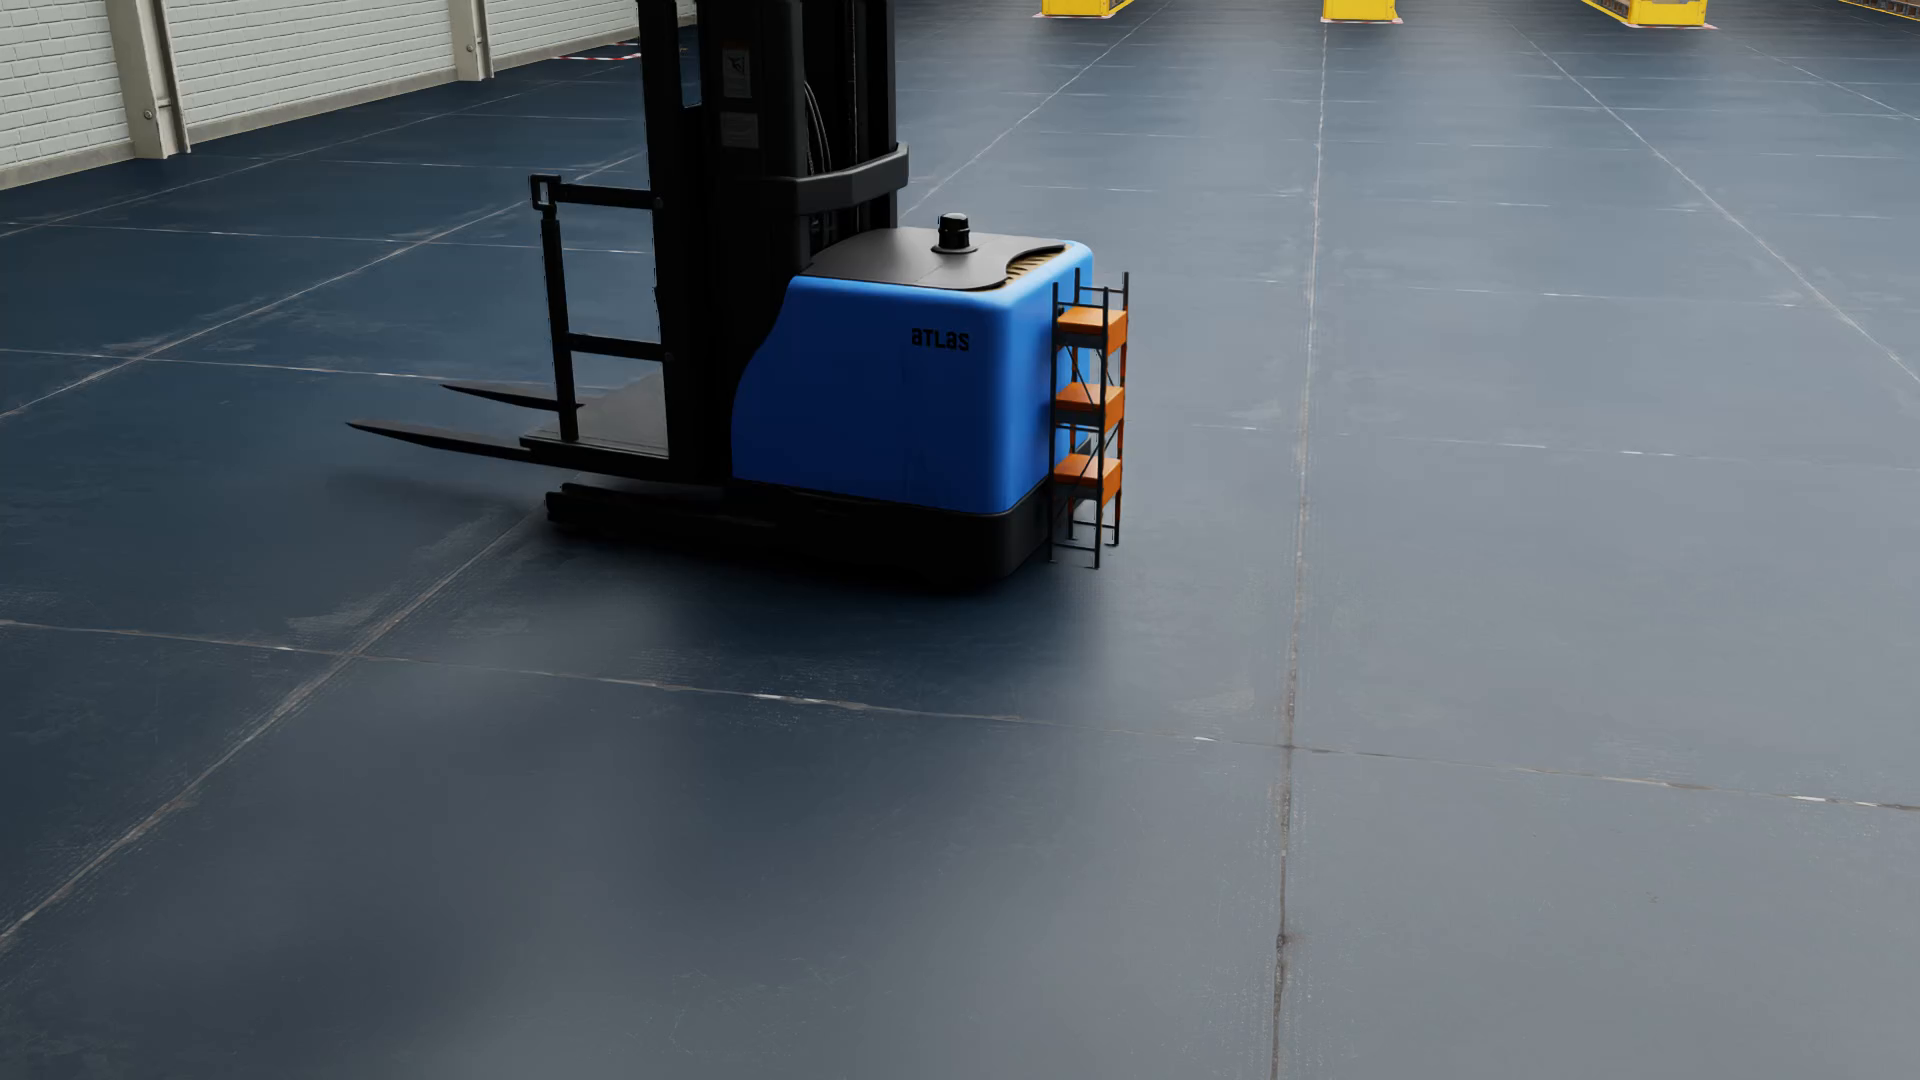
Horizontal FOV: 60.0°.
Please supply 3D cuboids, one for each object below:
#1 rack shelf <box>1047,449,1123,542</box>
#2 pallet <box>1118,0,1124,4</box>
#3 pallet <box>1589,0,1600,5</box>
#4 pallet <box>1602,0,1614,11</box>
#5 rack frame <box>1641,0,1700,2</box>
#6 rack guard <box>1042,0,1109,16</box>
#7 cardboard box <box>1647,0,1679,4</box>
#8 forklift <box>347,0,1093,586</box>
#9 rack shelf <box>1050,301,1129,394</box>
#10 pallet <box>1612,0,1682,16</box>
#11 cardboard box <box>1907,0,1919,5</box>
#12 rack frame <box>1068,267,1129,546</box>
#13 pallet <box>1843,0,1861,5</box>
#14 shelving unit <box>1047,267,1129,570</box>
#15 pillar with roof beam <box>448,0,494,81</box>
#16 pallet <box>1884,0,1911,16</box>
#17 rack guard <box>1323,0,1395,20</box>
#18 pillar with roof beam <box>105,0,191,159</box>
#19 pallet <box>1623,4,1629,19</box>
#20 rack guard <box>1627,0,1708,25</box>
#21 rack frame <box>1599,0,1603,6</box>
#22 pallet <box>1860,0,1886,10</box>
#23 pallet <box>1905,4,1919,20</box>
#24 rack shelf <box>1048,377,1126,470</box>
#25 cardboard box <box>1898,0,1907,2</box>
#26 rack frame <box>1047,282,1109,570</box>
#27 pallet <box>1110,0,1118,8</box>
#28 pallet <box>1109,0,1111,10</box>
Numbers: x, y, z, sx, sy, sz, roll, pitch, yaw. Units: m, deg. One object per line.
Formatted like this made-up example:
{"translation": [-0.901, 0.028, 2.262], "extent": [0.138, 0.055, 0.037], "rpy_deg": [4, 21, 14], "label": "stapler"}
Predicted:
{"translation": [0.462, -0.167, 6.136], "extent": [0.215, 0.259, 0.240], "rpy_deg": [9, 23, 20], "label": "rack shelf"}
{"translation": [2.668, -10.621, 32.444], "extent": [1.003, 0.211, 1.213], "rpy_deg": [4, 22, 11], "label": "pallet"}
{"translation": [12.726, -10.437, 31.987], "extent": [1.003, 0.211, 1.213], "rpy_deg": [4, 22, 11], "label": "pallet"}
{"translation": [12.466, -9.904, 30.663], "extent": [1.003, 0.211, 1.213], "rpy_deg": [4, 22, 11], "label": "pallet"}
{"translation": [11.752, -9.983, 27.126], "extent": [1.000, 3.000, 0.127], "rpy_deg": [4, 22, 11], "label": "rack frame"}
{"translation": [2.050, -9.571, 29.450], "extent": [1.175, 0.500, 0.348], "rpy_deg": [4, 22, 11], "label": "rack guard"}
{"translation": [11.896, -9.246, 28.079], "extent": [0.500, 0.500, 0.500], "rpy_deg": [9, 24, 21], "label": "cardboard box"}
{"translation": [-1.051, -1.540, 6.253], "extent": [3.031, 2.935, 1.130], "rpy_deg": [9, 24, 21], "label": "forklift"}
{"translation": [0.462, -0.689, 5.927], "extent": [0.215, 0.259, 0.240], "rpy_deg": [9, 23, 20], "label": "rack shelf"}
{"translation": [12.219, -9.457, 29.552], "extent": [1.003, 0.211, 1.213], "rpy_deg": [4, 22, 11], "label": "pallet"}
{"translation": [17.026, -9.686, 28.669], "extent": [0.875, 0.875, 0.875], "rpy_deg": [5, 22, 11], "label": "cardboard box"}
{"translation": [0.507, -0.477, 6.134], "extent": [0.200, 1.050, 0.008], "rpy_deg": [9, 23, 20], "label": "rack frame"}
{"translation": [17.734, -10.473, 32.075], "extent": [1.003, 0.211, 1.213], "rpy_deg": [4, 22, 11], "label": "pallet"}
{"translation": [0.462, -0.435, 6.029], "extent": [0.215, 1.050, 0.252], "rpy_deg": [9, 23, 20], "label": "shelving unit"}
{"translation": [-1.733, -9.504, 17.906], "extent": [9.100, 9.000, 0.400], "rpy_deg": [4, 22, 11], "label": "pillar with roof beam"}
{"translation": [17.172, -9.465, 29.573], "extent": [1.003, 0.211, 1.213], "rpy_deg": [4, 22, 11], "label": "pallet"}
{"translation": [6.873, -9.233, 28.609], "extent": [1.175, 0.500, 0.348], "rpy_deg": [4, 22, 11], "label": "rack guard"}
{"translation": [-2.958, -7.309, 12.457], "extent": [9.100, 9.000, 0.400], "rpy_deg": [4, 22, 11], "label": "pillar with roof beam"}
{"translation": [11.968, -9.012, 28.447], "extent": [1.003, 0.211, 1.213], "rpy_deg": [4, 22, 11], "label": "pallet"}
{"translation": [11.768, -8.851, 27.662], "extent": [1.175, 0.500, 0.348], "rpy_deg": [4, 22, 11], "label": "rack guard"}
{"translation": [12.569, -11.446, 30.759], "extent": [1.000, 3.000, 0.127], "rpy_deg": [4, 22, 11], "label": "rack frame"}
{"translation": [17.487, -10.025, 30.964], "extent": [1.003, 0.211, 1.213], "rpy_deg": [4, 22, 11], "label": "pallet"}
{"translation": [16.925, -9.018, 28.462], "extent": [1.003, 0.211, 1.213], "rpy_deg": [4, 22, 11], "label": "pallet"}
{"translation": [0.462, -0.425, 6.033], "extent": [0.215, 0.259, 0.240], "rpy_deg": [9, 23, 20], "label": "rack shelf"}
{"translation": [17.207, -10.015, 29.489], "extent": [0.875, 0.875, 0.875], "rpy_deg": [5, 22, 12], "label": "cardboard box"}
{"translation": [0.416, -0.393, 5.924], "extent": [0.200, 1.050, 0.008], "rpy_deg": [9, 23, 20], "label": "rack frame"}
{"translation": [2.421, -10.174, 31.333], "extent": [1.003, 0.211, 1.213], "rpy_deg": [4, 22, 11], "label": "pallet"}
{"translation": [2.170, -9.729, 30.228], "extent": [1.003, 0.211, 1.213], "rpy_deg": [4, 22, 11], "label": "pallet"}
